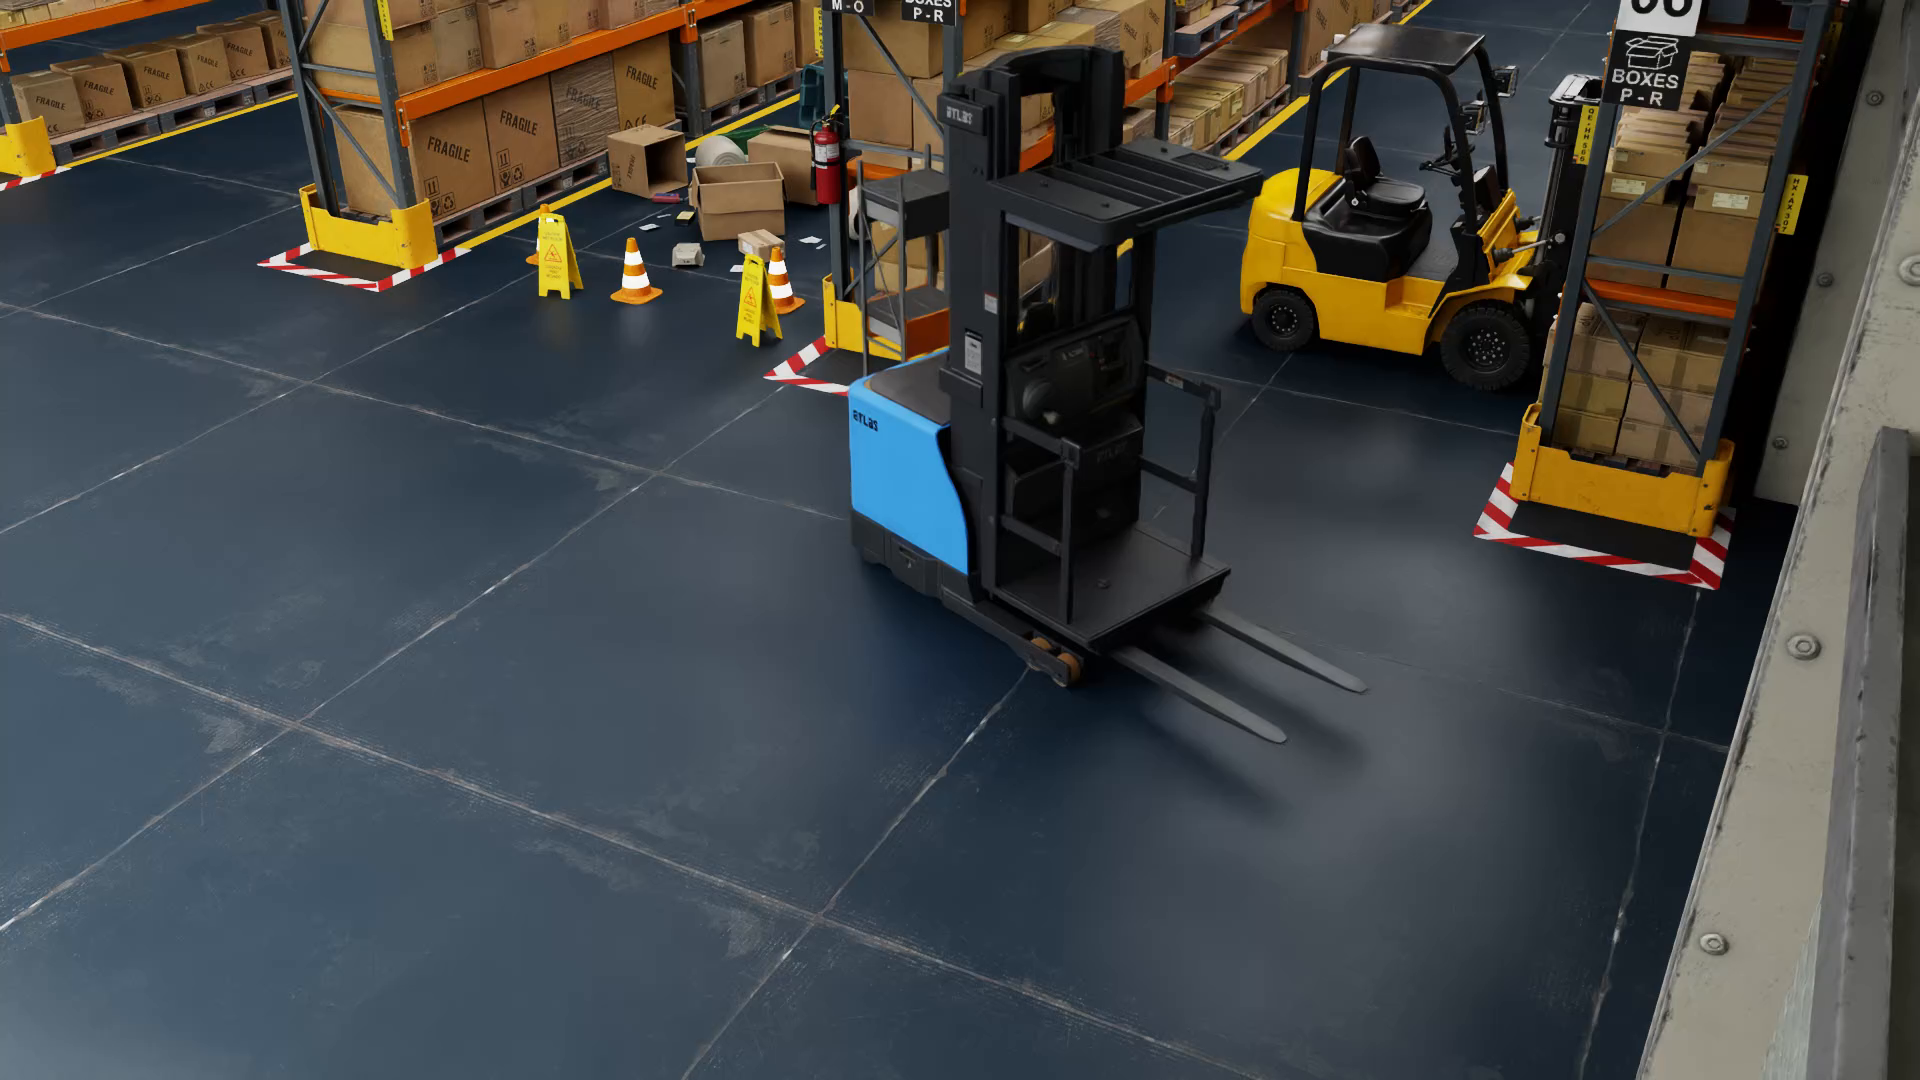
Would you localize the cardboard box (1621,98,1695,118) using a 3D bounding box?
[{"bbox_3d":[4.324,-2.653,10.308,0.380,0.149,0.250,15,33,24],"label":"cardboard box"}]

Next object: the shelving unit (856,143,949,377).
[{"bbox_3d":[-0.252,-1.193,9.719,0.503,2.100,0.431,-23,37,-34],"label":"shelving unit"}]

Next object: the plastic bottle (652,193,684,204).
[{"bbox_3d":[-2.635,-3.101,15.089,0.283,0.061,0.133,4,30,6],"label":"plastic bottle"}]

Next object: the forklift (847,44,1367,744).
[{"bbox_3d":[0.719,-0.815,8.225,1.130,2.935,3.031,-24,37,-35],"label":"forklift"}]

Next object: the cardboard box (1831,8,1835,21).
[{"bbox_3d":[7.194,-4.508,14.237,0.500,0.250,0.500,14,33,23],"label":"cardboard box"}]

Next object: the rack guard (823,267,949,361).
[{"bbox_3d":[-0.417,-1.595,12.025,1.175,0.500,0.348,14,33,23],"label":"rack guard"}]

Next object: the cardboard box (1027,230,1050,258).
[{"bbox_3d":[0.407,-2.498,12.674,0.500,0.500,0.500,13,32,21],"label":"cardboard box"}]

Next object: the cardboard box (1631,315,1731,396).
[{"bbox_3d":[4.357,-1.114,10.013,0.500,0.250,0.500,14,33,23],"label":"cardboard box"}]

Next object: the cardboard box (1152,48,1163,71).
[{"bbox_3d":[1.496,-4.098,14.126,0.380,0.149,0.250,14,33,23],"label":"cardboard box"}]

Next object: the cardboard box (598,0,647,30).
[{"bbox_3d":[-3.469,-5.146,15.549,0.875,0.550,0.550,14,33,23],"label":"cardboard box"}]

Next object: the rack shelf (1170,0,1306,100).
[{"bbox_3d":[2.282,-4.993,16.155,1.077,0.370,4.000,14,33,23],"label":"rack shelf"}]

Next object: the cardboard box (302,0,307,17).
[{"bbox_3d":[-7.152,-6.040,19.325,0.700,0.500,0.500,12,32,20],"label":"cardboard box"}]

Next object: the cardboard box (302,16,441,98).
[{"bbox_3d":[-4.775,-3.963,13.488,0.875,0.550,0.550,14,33,23],"label":"cardboard box"}]

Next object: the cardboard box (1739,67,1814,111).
[{"bbox_3d":[5.827,-3.077,11.995,0.500,0.500,0.500,14,33,23],"label":"cardboard box"}]

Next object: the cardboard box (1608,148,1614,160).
[{"bbox_3d":[3.968,-2.182,9.787,0.380,0.149,0.250,15,33,24],"label":"cardboard box"}]

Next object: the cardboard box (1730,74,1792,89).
[{"bbox_3d":[5.160,-2.872,10.688,0.380,0.149,0.250,15,33,25],"label":"cardboard box"}]

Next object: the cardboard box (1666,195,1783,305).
[{"bbox_3d":[4.442,-1.720,9.633,0.500,0.500,0.500,15,33,25],"label":"cardboard box"}]

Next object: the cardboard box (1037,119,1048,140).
[{"bbox_3d":[0.428,-3.078,12.351,0.380,0.149,0.250,15,33,25],"label":"cardboard box"}]

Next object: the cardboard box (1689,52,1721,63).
[{"bbox_3d":[4.932,-3.210,11.277,0.380,0.149,0.250,14,33,23],"label":"cardboard box"}]

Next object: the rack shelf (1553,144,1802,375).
[{"bbox_3d":[4.880,-2.095,11.109,1.077,0.370,4.000,14,33,23],"label":"rack shelf"}]

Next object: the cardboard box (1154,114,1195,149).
[{"bbox_3d":[1.608,-3.694,15.387,0.950,0.372,0.625,15,33,24],"label":"cardboard box"}]

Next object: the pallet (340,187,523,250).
[{"bbox_3d":[-4.609,-2.886,14.564,1.003,0.211,1.213,14,33,23],"label":"pallet"}]

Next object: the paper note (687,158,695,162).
[{"bbox_3d":[-2.582,-3.705,16.171,0.147,0.020,0.142,-7,31,-11],"label":"paper note"}]

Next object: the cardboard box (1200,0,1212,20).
[{"bbox_3d":[2.026,-4.773,14.881,0.380,0.149,0.250,15,33,24],"label":"cardboard box"}]

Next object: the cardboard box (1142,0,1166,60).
[{"bbox_3d":[1.390,-4.337,13.891,0.500,0.500,0.500,13,32,22],"label":"cardboard box"}]

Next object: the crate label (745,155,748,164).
[{"bbox_3d":[-1.960,-3.595,15.873,0.298,0.136,0.250,-7,31,-11],"label":"crate label"}]

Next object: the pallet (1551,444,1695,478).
[{"bbox_3d":[4.280,-0.660,10.687,1.003,0.211,1.213,14,33,23],"label":"pallet"}]

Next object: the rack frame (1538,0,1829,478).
[{"bbox_3d":[3.969,-1.520,9.386,1.000,3.000,0.127,14,33,23],"label":"rack frame"}]

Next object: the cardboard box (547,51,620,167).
[{"bbox_3d":[-3.838,-4.094,15.578,0.875,0.875,0.875,15,33,24],"label":"cardboard box"}]

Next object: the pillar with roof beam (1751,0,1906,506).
[{"bbox_3d":[1.256,-5.203,9.774,9.100,9.000,0.400,14,33,23],"label":"pillar with roof beam"}]

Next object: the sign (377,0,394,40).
[{"bbox_3d":[-4.412,-4.004,12.762,0.100,0.325,0.005,14,33,23],"label":"sign"}]

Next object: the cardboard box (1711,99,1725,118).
[{"bbox_3d":[4.905,-2.740,11.409,0.500,0.500,0.500,14,33,23],"label":"cardboard box"}]

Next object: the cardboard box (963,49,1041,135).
[{"bbox_3d":[0.245,-3.195,11.902,0.500,0.500,0.500,15,33,25],"label":"cardboard box"}]

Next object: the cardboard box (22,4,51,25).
[{"bbox_3d":[-8.800,-4.963,15.632,0.380,0.149,0.250,14,33,23],"label":"cardboard box"}]

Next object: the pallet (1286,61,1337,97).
[{"bbox_3d":[3.619,-5.315,18.793,1.003,0.211,1.213,14,33,23],"label":"pallet"}]

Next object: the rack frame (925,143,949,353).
[{"bbox_3d":[-0.065,-1.271,9.855,0.015,2.100,0.400,-23,37,-34],"label":"rack frame"}]

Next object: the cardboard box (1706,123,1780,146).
[{"bbox_3d":[4.569,-2.303,9.698,0.380,0.149,0.250,15,33,24],"label":"cardboard box"}]

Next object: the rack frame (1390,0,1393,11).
[{"bbox_3d":[5.015,-7.965,20.607,1.000,3.000,0.127,14,33,23],"label":"rack frame"}]

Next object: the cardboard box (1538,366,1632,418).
[{"bbox_3d":[3.913,-1.014,10.341,0.500,0.250,0.500,14,33,23],"label":"cardboard box"}]

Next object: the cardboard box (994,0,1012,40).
[{"bbox_3d":[-0.035,-3.999,12.298,0.700,0.500,0.500,14,33,23],"label":"cardboard box"}]

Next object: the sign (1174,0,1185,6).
[{"bbox_3d":[1.858,-4.674,14.008,0.100,0.325,0.005,14,33,23],"label":"sign"}]

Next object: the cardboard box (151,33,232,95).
[{"bbox_3d":[-8.136,-5.047,17.616,0.500,0.500,0.500,11,32,19],"label":"cardboard box"}]

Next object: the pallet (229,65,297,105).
[{"bbox_3d":[-7.725,-5.151,18.508,1.003,0.211,1.213,14,33,23],"label":"pallet"}]

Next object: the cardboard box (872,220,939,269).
[{"bbox_3d":[-0.318,-2.374,12.458,0.500,0.500,0.500,15,33,24],"label":"cardboard box"}]

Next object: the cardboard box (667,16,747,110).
[{"bbox_3d":[-2.879,-4.998,17.279,1.050,0.750,0.750,14,33,23],"label":"cardboard box"}]

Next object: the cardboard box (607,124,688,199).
[{"bbox_3d":[-2.875,-3.492,15.327,0.500,0.500,0.500,21,36,32],"label":"cardboard box"}]

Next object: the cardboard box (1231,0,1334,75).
[{"bbox_3d":[3.582,-5.739,18.444,0.875,0.875,0.875,14,33,23],"label":"cardboard box"}]

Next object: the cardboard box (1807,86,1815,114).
[{"bbox_3d":[6.261,-3.387,12.787,0.500,0.250,0.500,15,33,24],"label":"cardboard box"}]

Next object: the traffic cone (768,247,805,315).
[{"bbox_3d":[-1.404,-2.028,12.817,0.336,0.463,0.334,14,33,23],"label":"traffic cone"}]

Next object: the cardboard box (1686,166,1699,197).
[{"bbox_3d":[4.411,-2.061,9.574,0.380,0.149,0.250,14,33,23],"label":"cardboard box"}]

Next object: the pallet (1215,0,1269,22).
[{"bbox_3d":[2.328,-5.221,16.023,1.003,0.211,1.213,14,33,23],"label":"pallet"}]
